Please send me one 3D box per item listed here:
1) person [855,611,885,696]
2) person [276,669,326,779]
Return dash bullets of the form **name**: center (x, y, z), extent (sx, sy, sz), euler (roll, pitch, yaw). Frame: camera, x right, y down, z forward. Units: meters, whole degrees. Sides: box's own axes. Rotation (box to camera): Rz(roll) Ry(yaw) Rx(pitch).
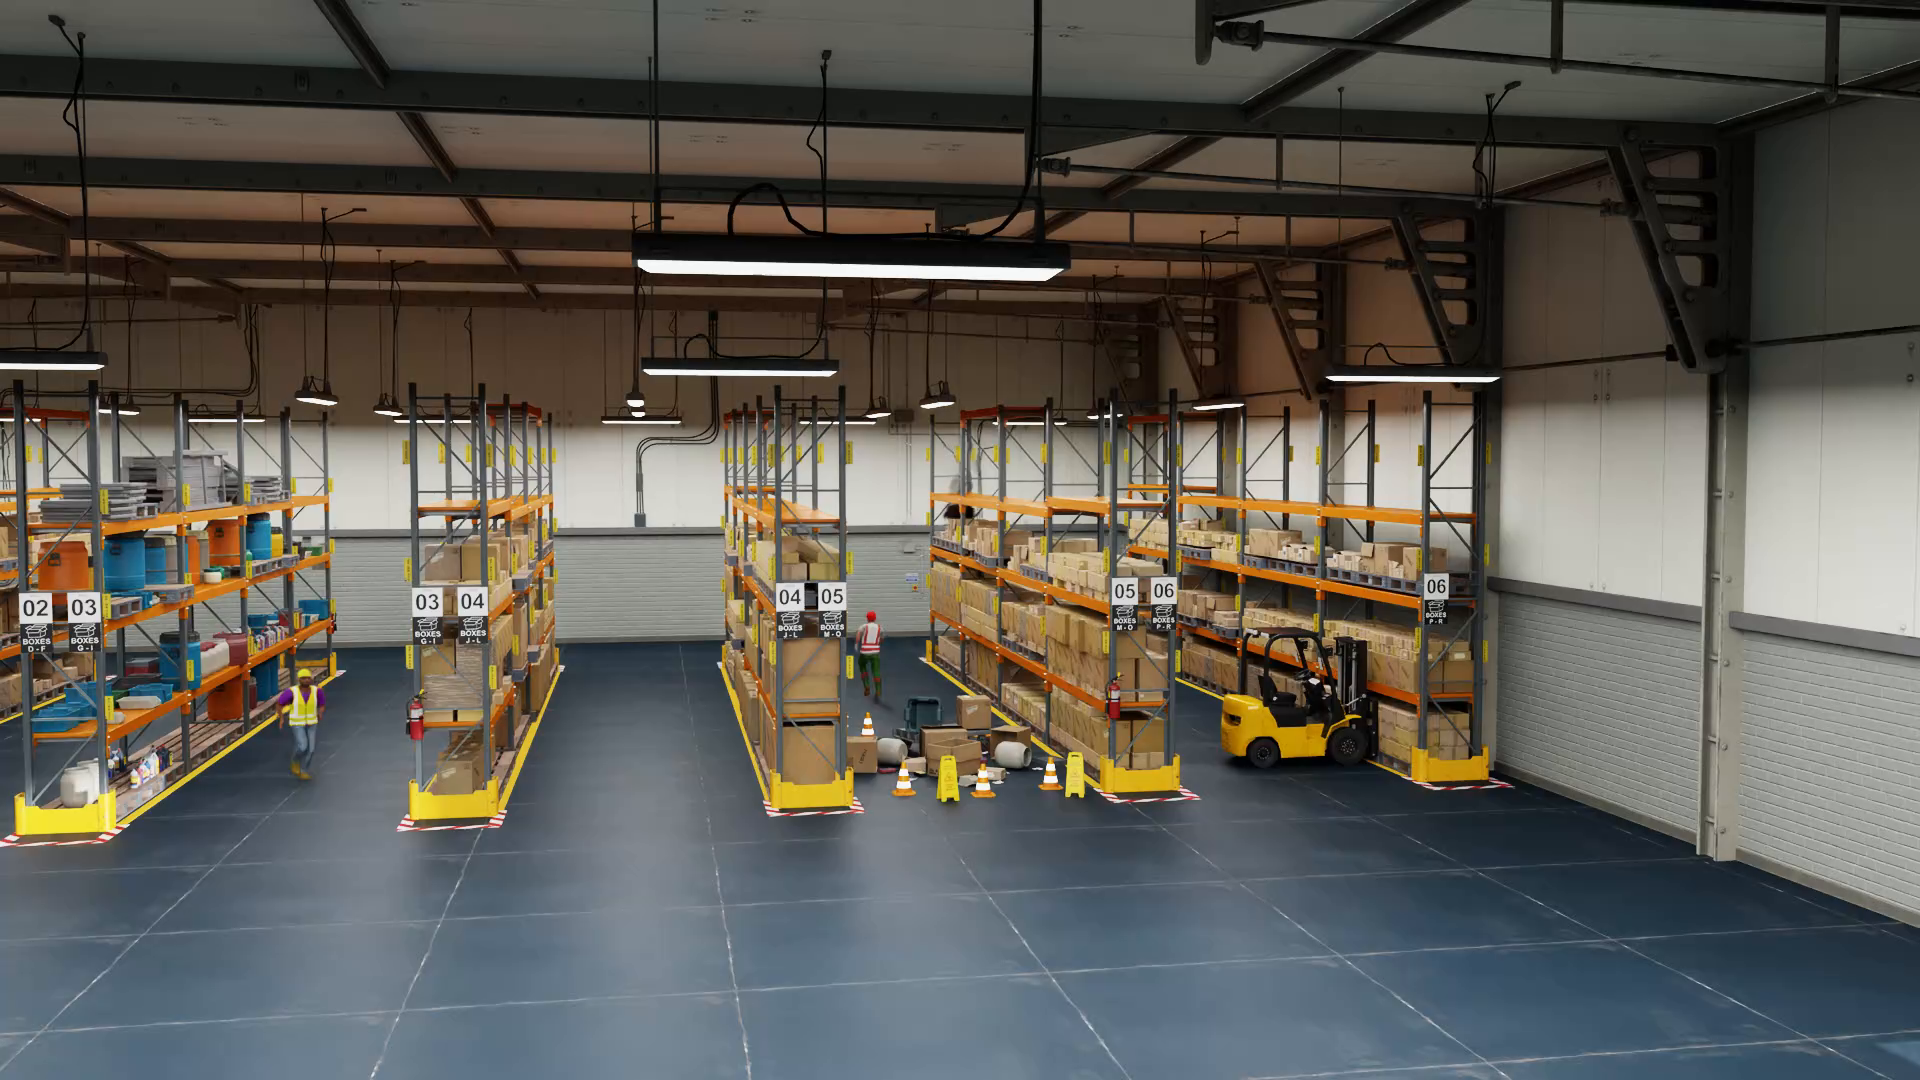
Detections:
- **person**: center (-1.872, 2.361, 34.417), extent (0.672, 1.783, 0.884), euler (-1, 3, -14)
- **person**: center (-10.091, 2.839, 25.583), extent (0.691, 1.715, 0.653), euler (-2, 4, -39)
